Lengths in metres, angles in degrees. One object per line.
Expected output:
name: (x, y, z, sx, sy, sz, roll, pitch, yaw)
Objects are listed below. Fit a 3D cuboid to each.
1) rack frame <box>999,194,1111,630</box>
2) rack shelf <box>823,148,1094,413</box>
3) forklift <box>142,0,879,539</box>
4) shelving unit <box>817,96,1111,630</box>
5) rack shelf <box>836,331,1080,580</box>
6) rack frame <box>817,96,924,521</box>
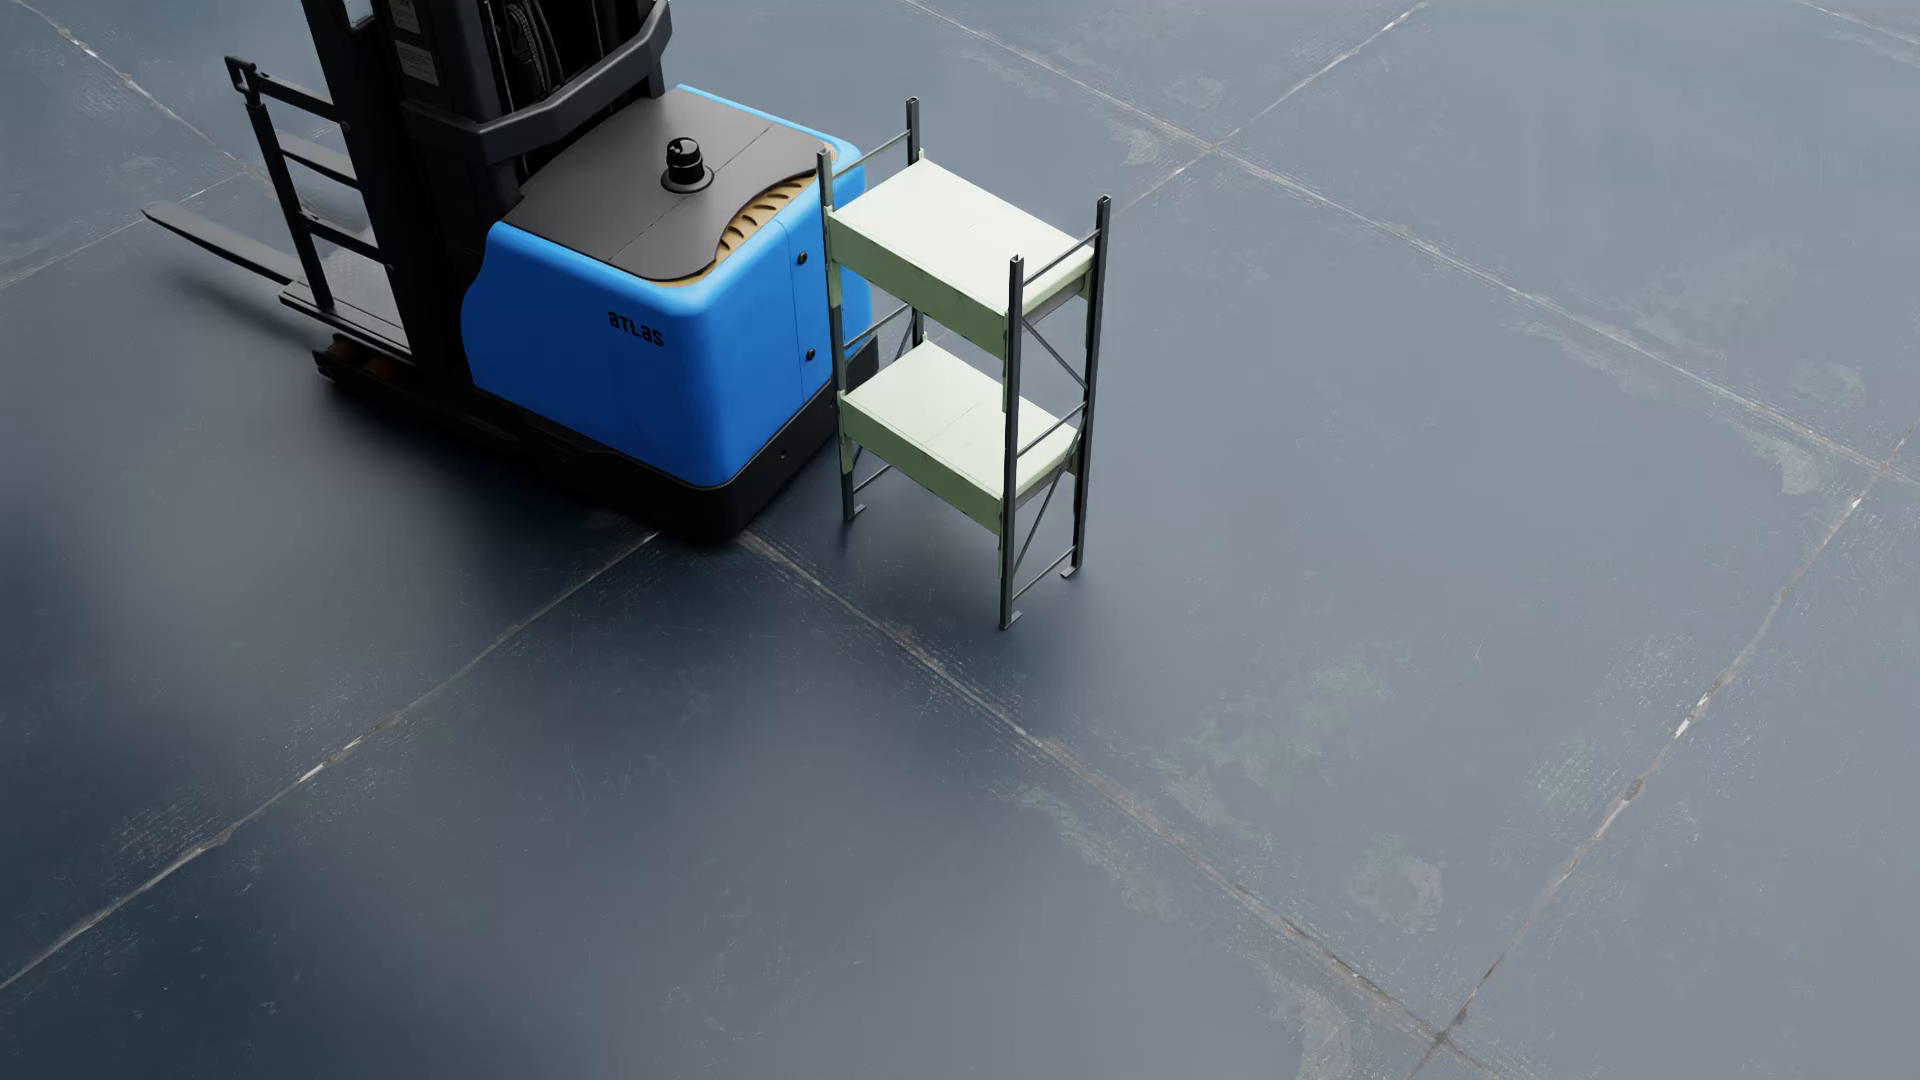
rack frame: (0.274, -0.329, 5.030, 0.023, 1.500, 0.400, 34, 55, 28)
rack shelf: (0.005, -0.777, 4.916, 0.720, 0.370, 0.431, 34, 55, 28)
forklift: (-1.829, -1.823, 5.451, 3.031, 2.935, 1.130, 24, 51, 21)
shelving unit: (0.005, -0.510, 5.200, 0.755, 1.500, 0.431, 34, 55, 28)
rack shelf: (0.005, -0.287, 5.438, 0.720, 0.370, 0.431, 34, 55, 28)
rack frame: (-0.264, -0.691, 5.370, 0.023, 1.500, 0.400, 34, 55, 28)
